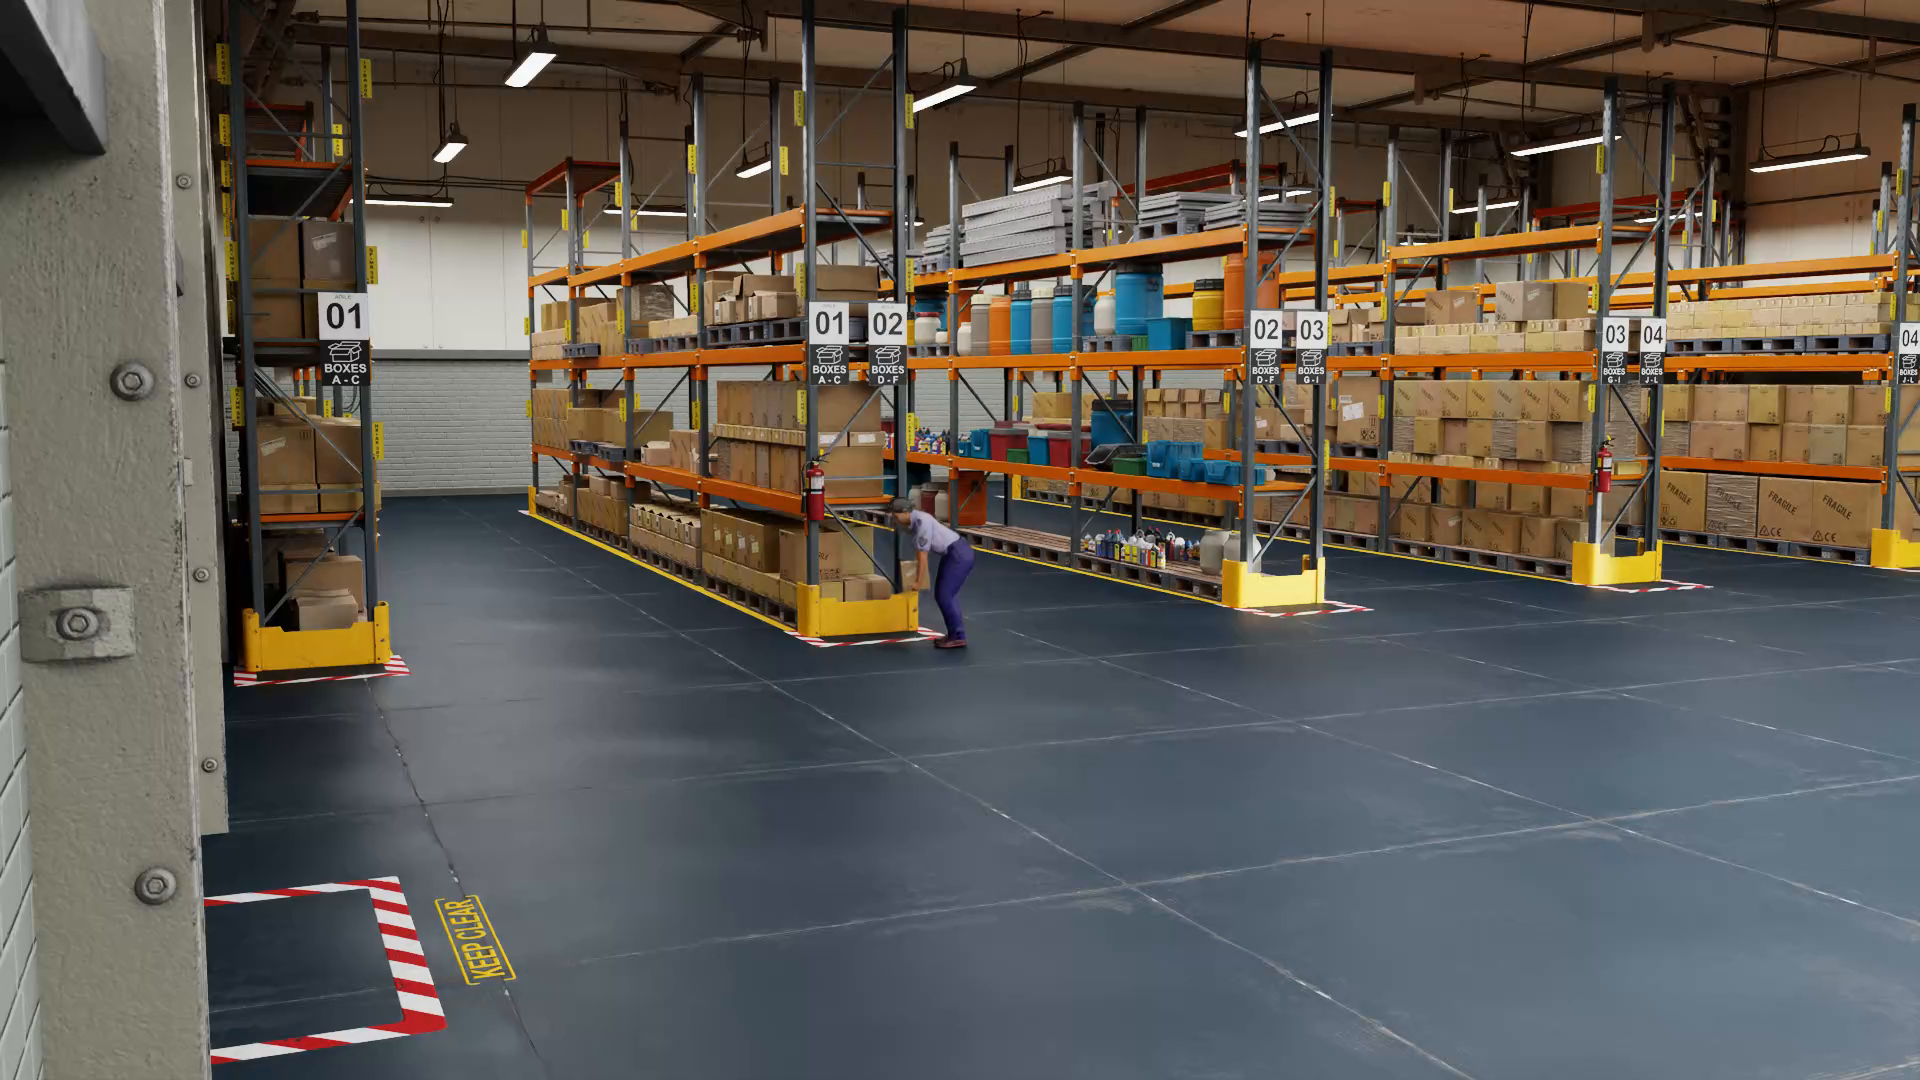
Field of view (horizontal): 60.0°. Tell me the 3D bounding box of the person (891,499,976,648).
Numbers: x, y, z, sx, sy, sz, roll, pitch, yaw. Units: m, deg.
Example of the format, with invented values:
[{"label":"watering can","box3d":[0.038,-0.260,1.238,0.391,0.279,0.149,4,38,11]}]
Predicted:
[{"label":"person","box3d":[-0.251,0.300,15.419,0.783,1.378,0.451,0,6,-5]}]
